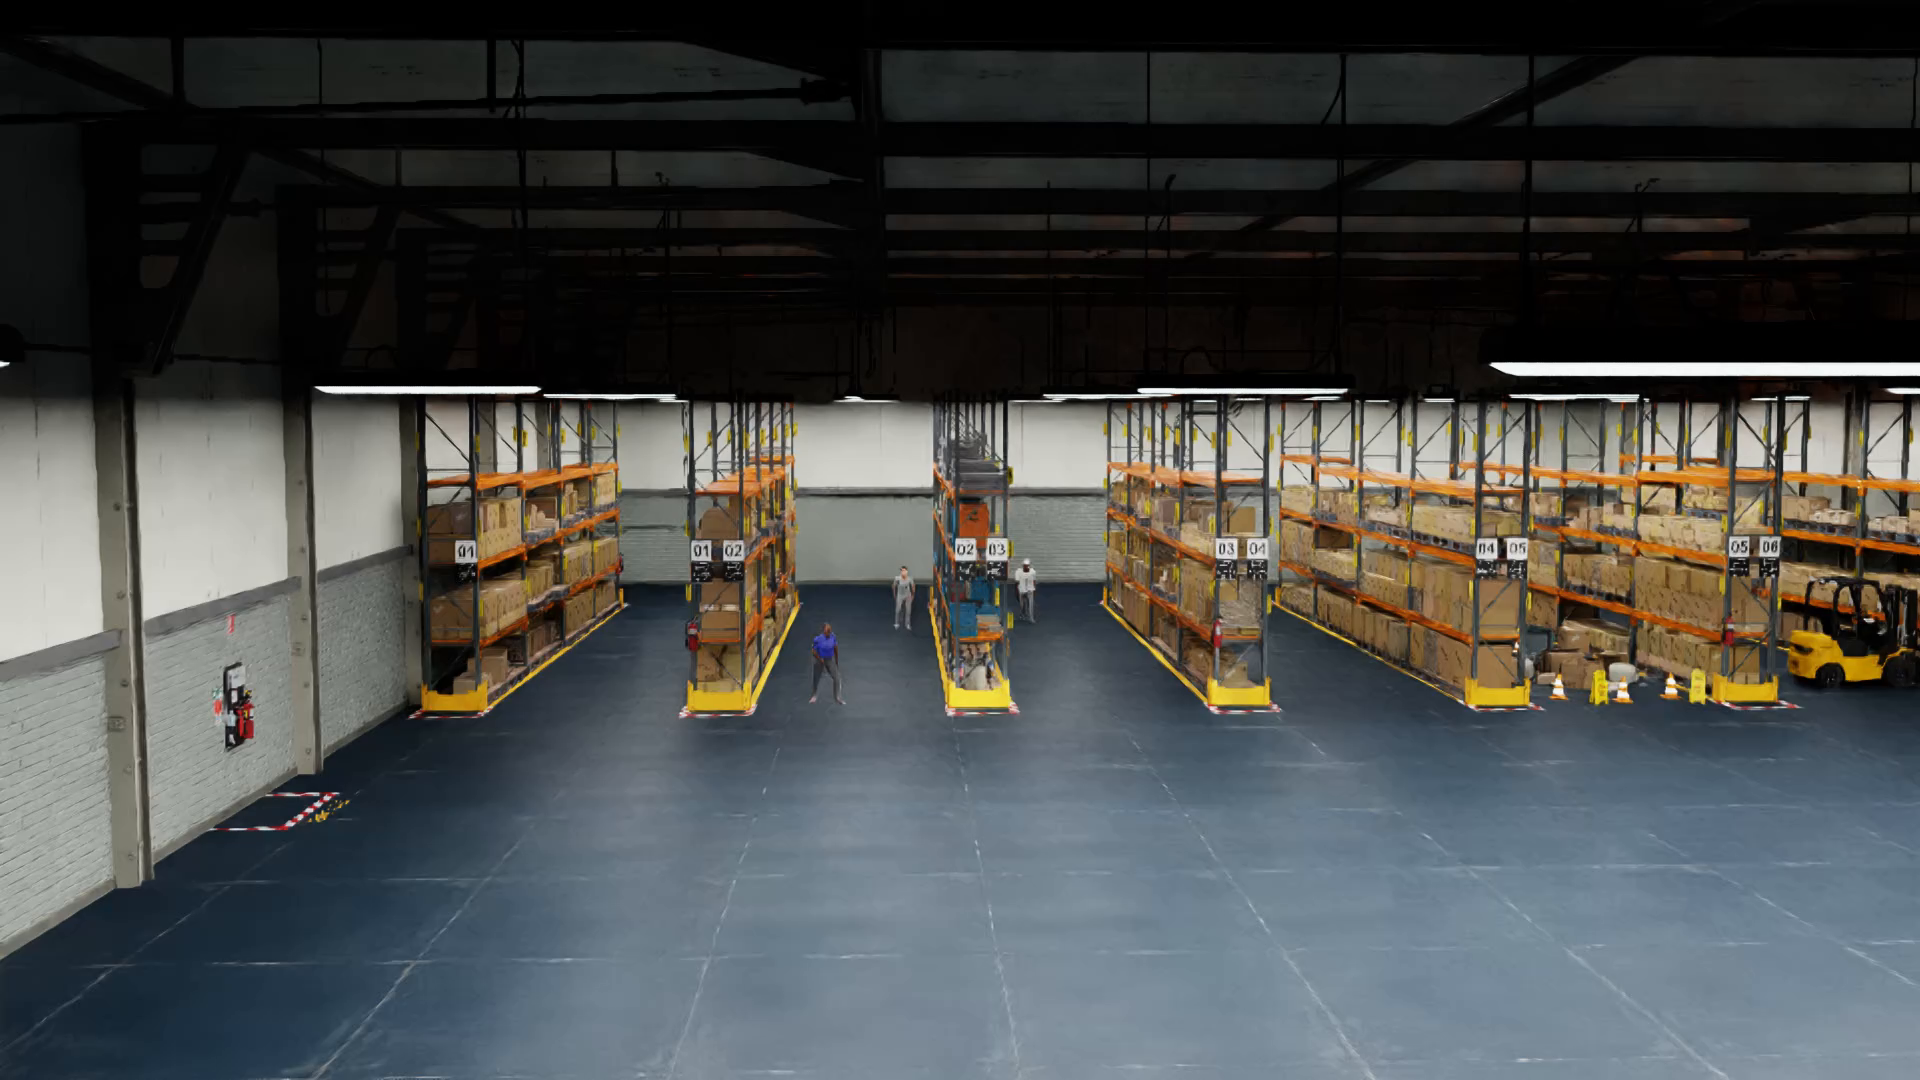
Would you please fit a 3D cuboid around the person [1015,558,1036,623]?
[{"bbox_3d":[1.724,1.305,43.706,0.577,1.691,1.121,0,5,0],"label":"person"}]

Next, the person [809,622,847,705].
[{"bbox_3d":[-2.556,2.331,31.775,0.622,1.591,0.822,-2,5,-19],"label":"person"}]

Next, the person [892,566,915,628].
[{"bbox_3d":[-1.439,1.457,42.501,0.580,1.619,0.507,0,5,-4],"label":"person"}]
